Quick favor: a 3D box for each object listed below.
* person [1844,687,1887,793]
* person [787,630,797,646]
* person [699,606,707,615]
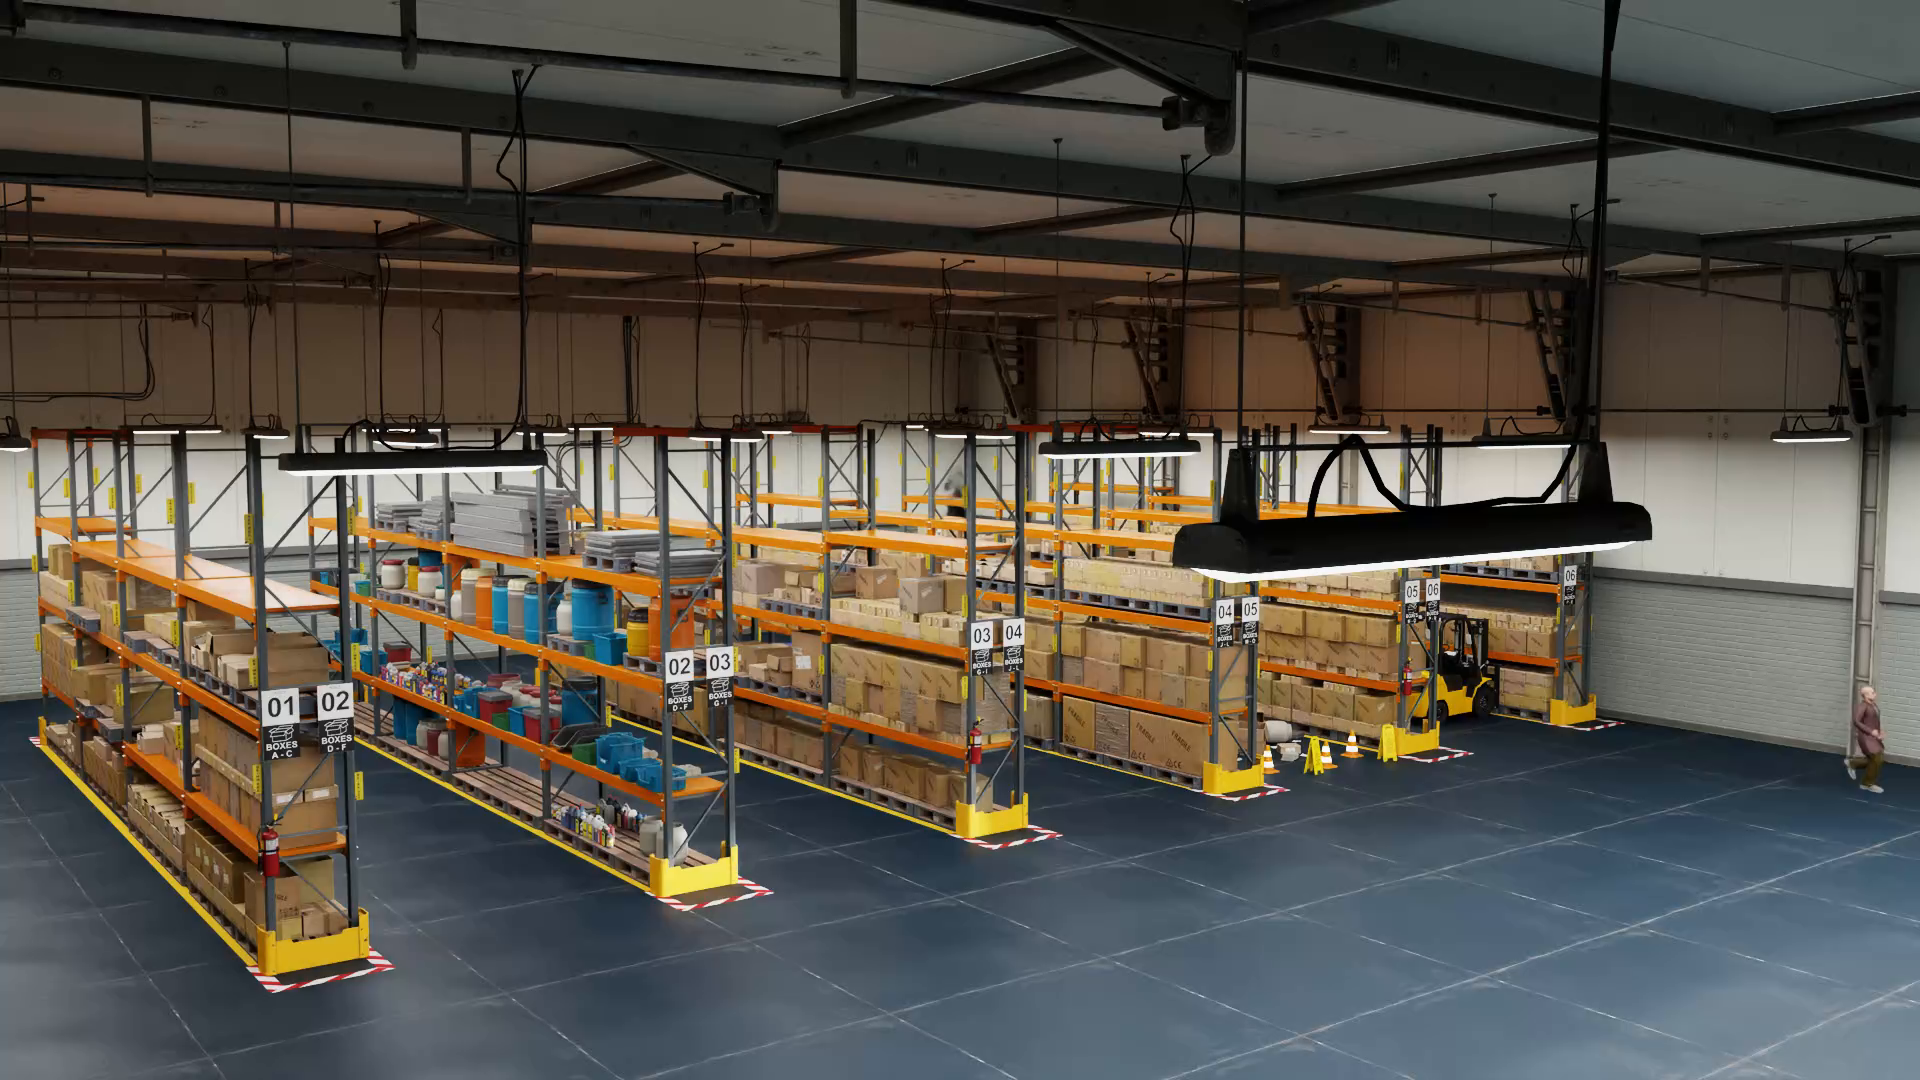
[{"bbox_3d":[15.058,3.302,27.684,0.653,1.739,0.712,4,6,44],"label":"person"},{"bbox_3d":[-3.443,2.730,35.597,0.590,1.614,0.582,-3,5,-31],"label":"person"},{"bbox_3d":[-6.314,2.296,40.834,0.623,1.635,0.964,3,6,36],"label":"person"}]
